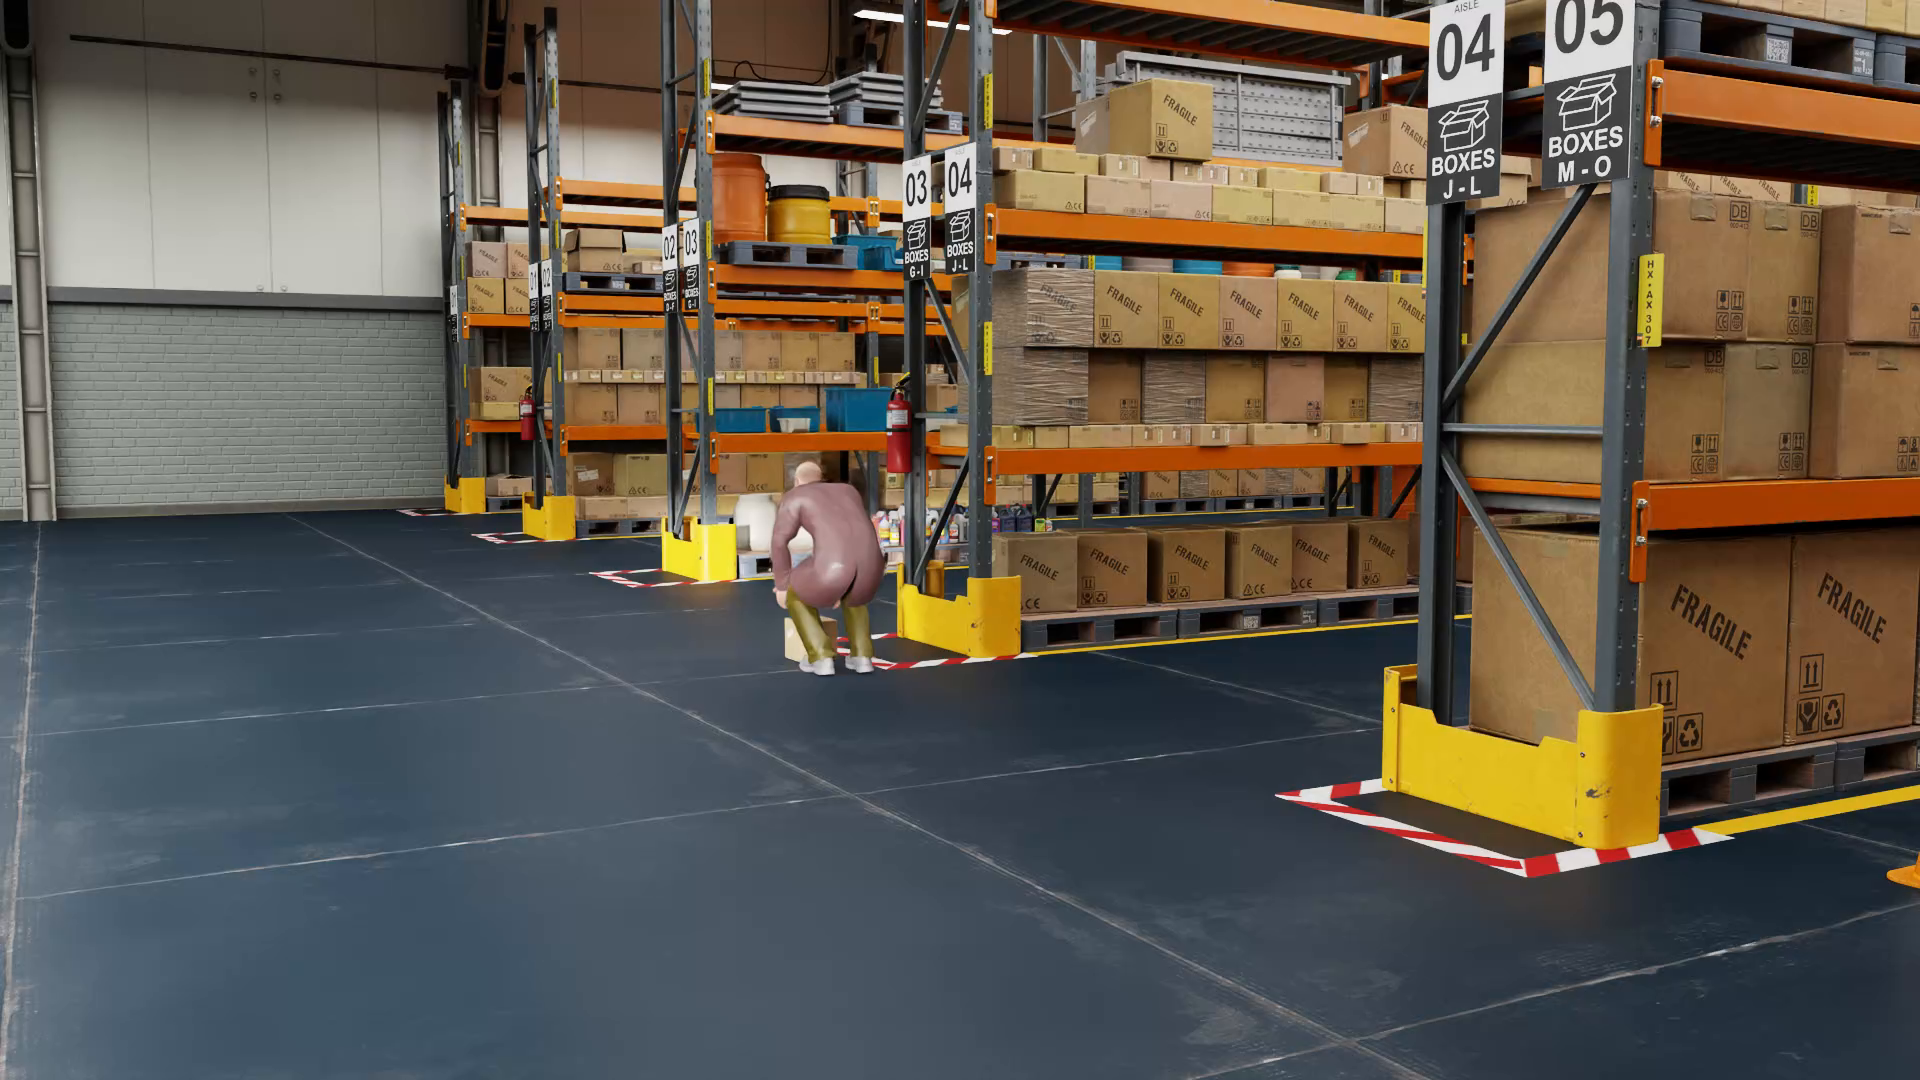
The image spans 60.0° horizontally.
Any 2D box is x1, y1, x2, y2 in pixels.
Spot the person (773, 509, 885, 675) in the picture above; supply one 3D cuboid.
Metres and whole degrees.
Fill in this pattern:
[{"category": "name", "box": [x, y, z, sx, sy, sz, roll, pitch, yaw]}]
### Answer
[{"category": "person", "box": [-0.798, 0.316, 10.020, 0.607, 0.922, 0.915, -2, 5, -24]}]
